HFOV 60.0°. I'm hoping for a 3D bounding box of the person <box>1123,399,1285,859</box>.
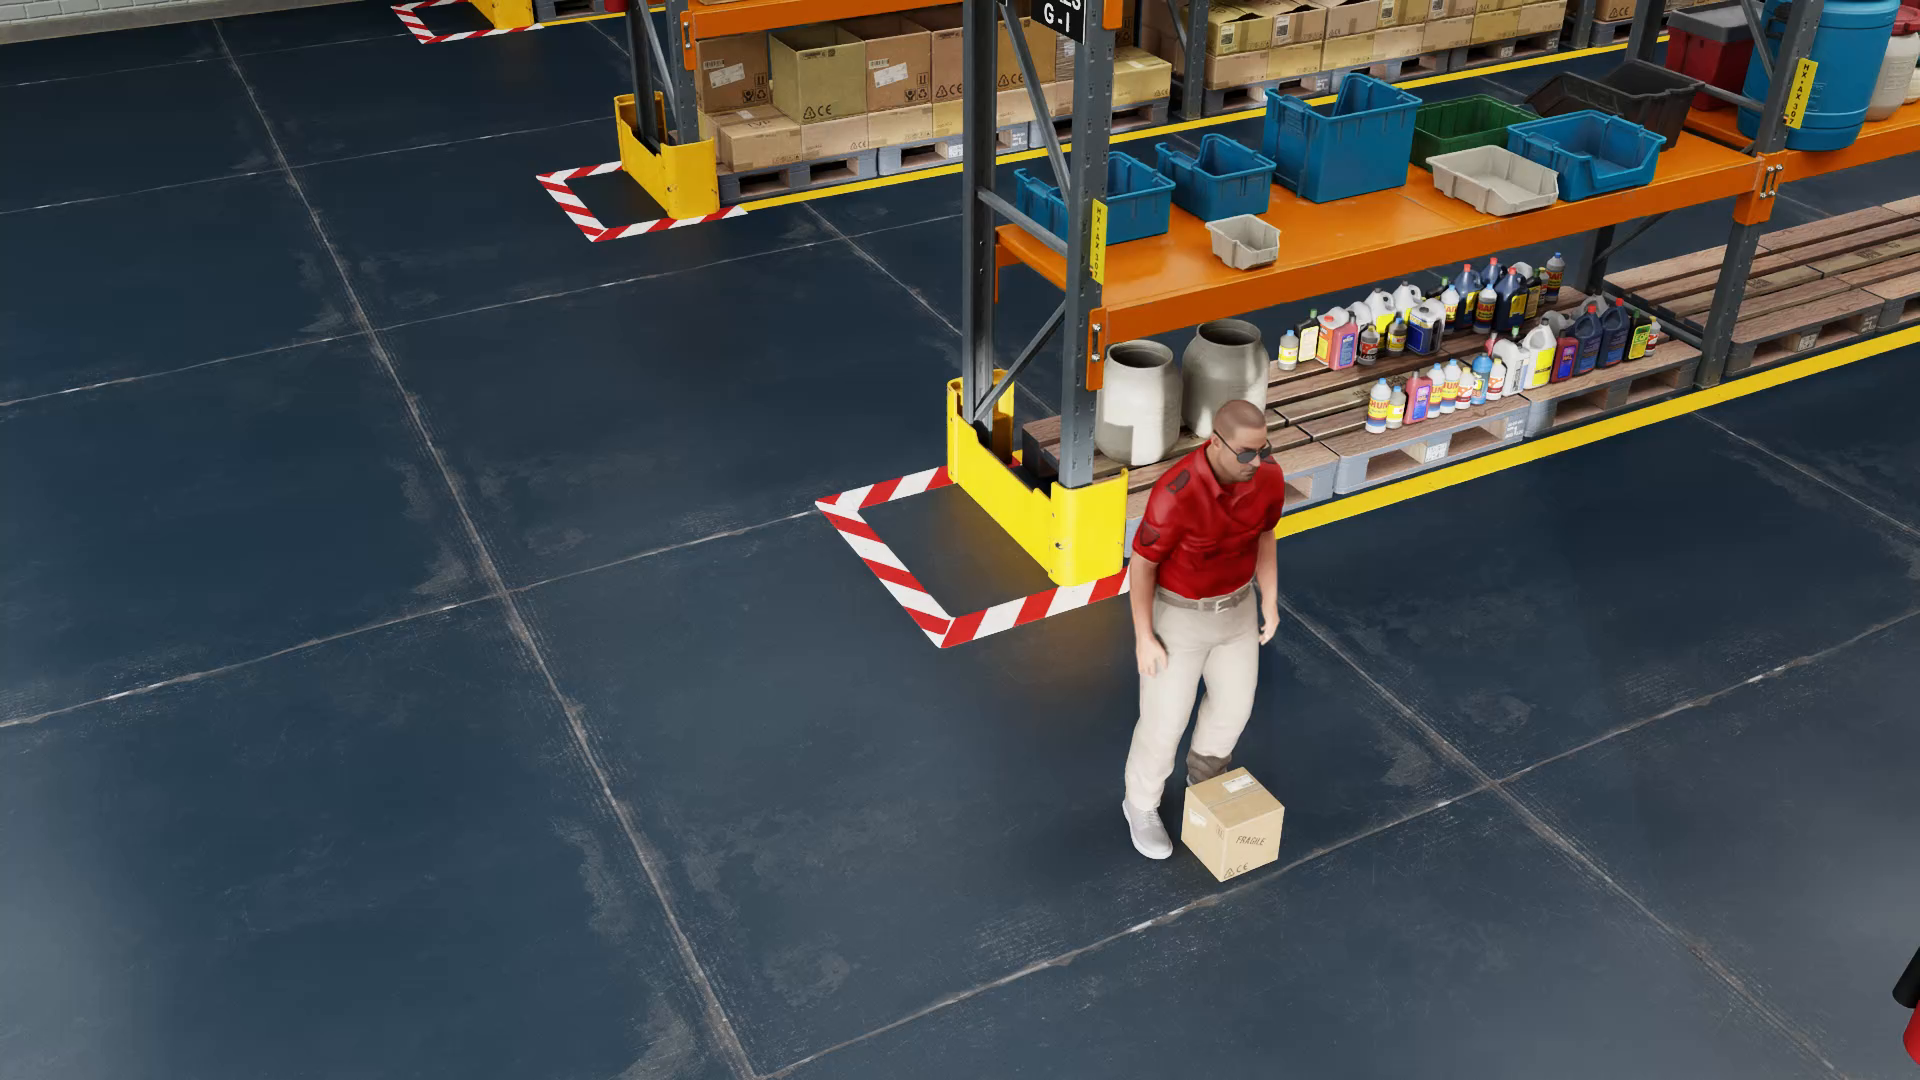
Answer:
[{"bbox_3d":[0.844,0.275,5.725,0.587,1.727,0.394,-16,36,-23],"label":"person"}]
